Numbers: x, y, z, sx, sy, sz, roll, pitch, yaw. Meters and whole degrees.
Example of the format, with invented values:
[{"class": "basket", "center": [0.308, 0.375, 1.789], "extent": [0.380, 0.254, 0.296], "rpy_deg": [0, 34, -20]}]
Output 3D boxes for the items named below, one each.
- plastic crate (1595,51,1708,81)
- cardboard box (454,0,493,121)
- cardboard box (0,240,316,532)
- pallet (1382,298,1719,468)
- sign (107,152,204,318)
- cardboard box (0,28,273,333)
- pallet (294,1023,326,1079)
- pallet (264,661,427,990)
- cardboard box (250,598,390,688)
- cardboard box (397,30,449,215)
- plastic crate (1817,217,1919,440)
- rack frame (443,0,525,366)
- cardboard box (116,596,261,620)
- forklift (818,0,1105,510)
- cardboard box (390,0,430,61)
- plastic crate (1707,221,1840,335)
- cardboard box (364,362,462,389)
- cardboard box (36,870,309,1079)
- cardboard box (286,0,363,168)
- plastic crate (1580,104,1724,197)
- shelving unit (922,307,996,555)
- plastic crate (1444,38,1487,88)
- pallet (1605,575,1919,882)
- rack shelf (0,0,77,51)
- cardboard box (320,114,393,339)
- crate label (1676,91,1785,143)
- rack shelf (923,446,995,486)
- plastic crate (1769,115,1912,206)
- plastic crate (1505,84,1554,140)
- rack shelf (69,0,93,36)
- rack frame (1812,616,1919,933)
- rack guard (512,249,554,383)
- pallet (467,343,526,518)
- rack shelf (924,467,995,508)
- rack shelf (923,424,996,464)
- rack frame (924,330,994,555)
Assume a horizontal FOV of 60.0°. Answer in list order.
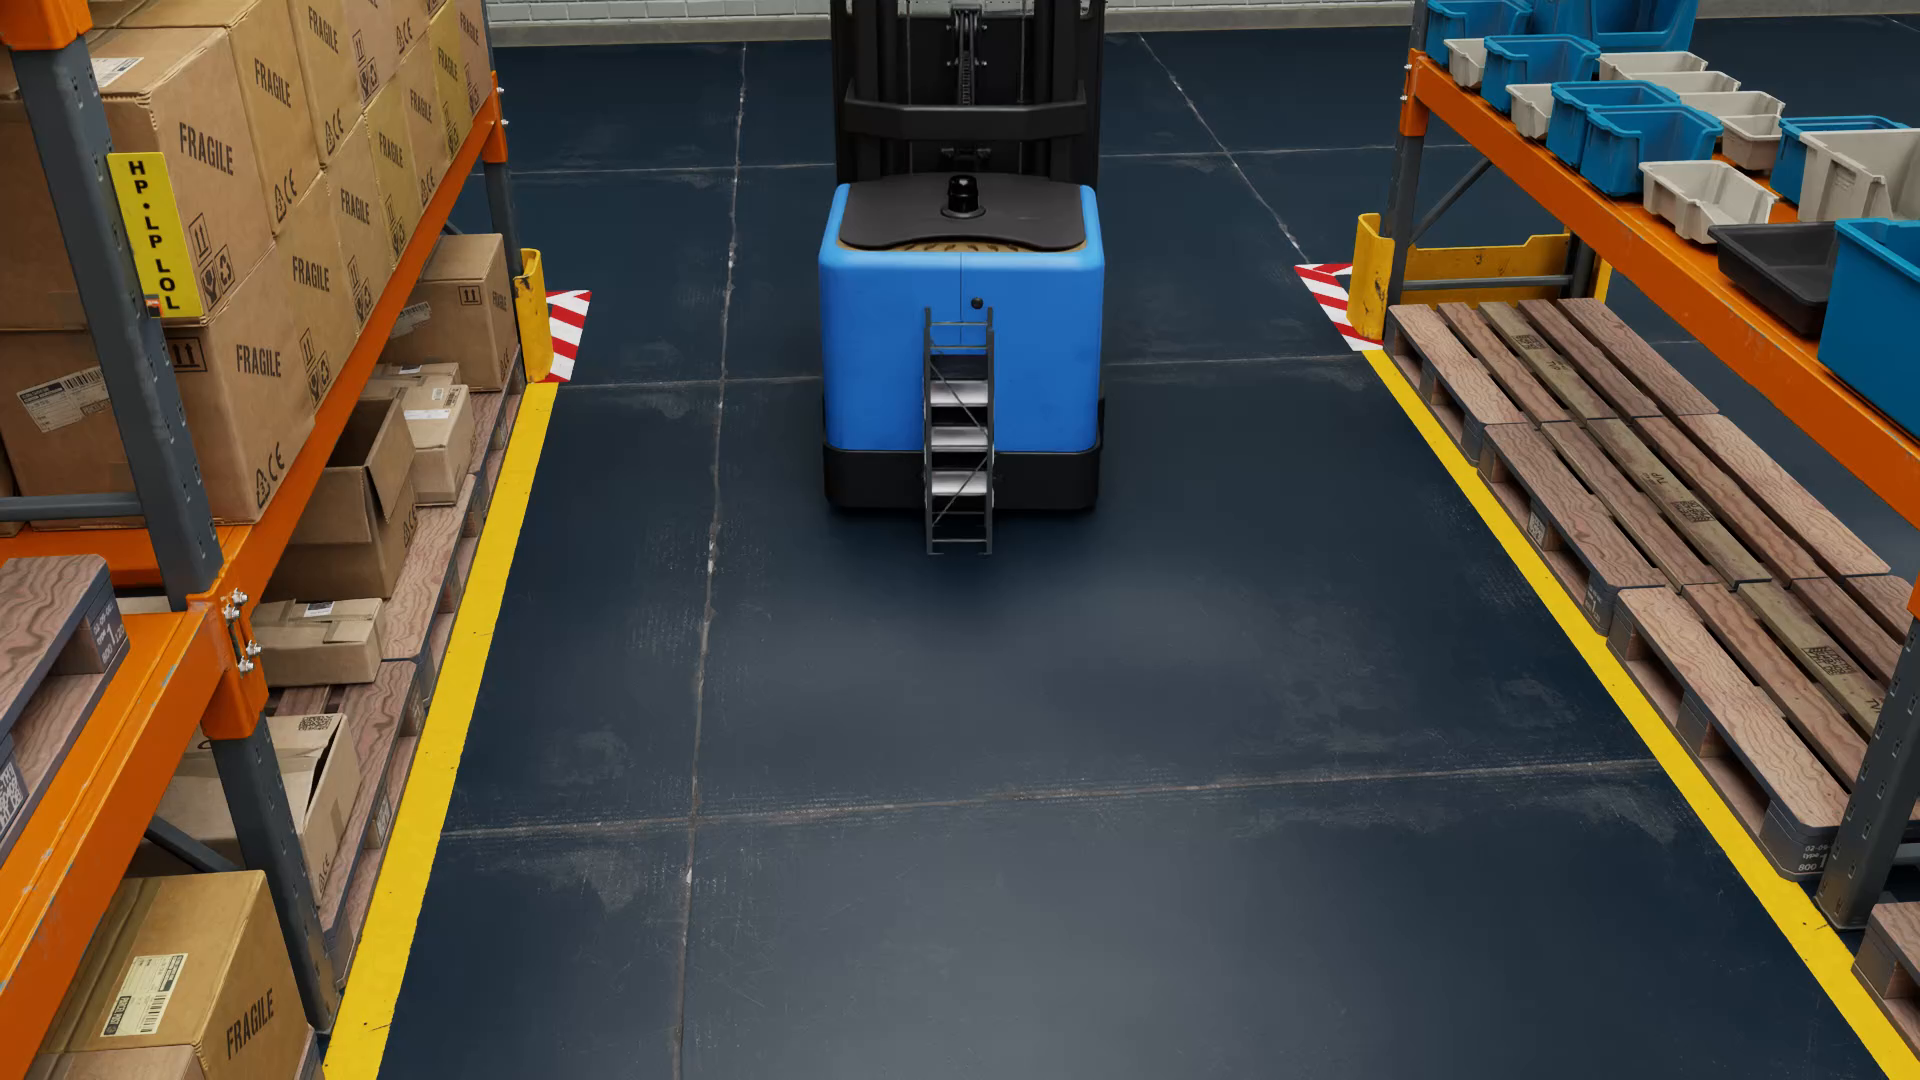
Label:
[{"class": "plastic crate", "center": [2.736, -1.833, 6.591], "extent": [0.396, 0.136, 0.243], "rpy_deg": [-3, 31, -5]}, {"class": "cardboard box", "center": [-2.140, -1.920, 6.441], "extent": [0.500, 0.500, 0.500], "rpy_deg": [-2, 31, -3]}, {"class": "cardboard box", "center": [-1.855, -0.366, 3.840], "extent": [0.500, 0.500, 0.500], "rpy_deg": [-2, 31, -3]}, {"class": "pallet", "center": [2.518, -0.708, 7.229], "extent": [1.003, 0.211, 1.213], "rpy_deg": [-3, 31, -5]}, {"class": "sign", "center": [-1.527, -0.576, 3.159], "extent": [0.100, 0.325, 0.005], "rpy_deg": [-3, 31, -5]}, {"class": "cardboard box", "center": [-1.843, -0.776, 3.552], "extent": [0.500, 0.500, 0.500], "rpy_deg": [-2, 31, -3]}, {"class": "pallet", "center": [-1.965, 1.561, 3.431], "extent": [1.003, 0.211, 1.213], "rpy_deg": [-3, 31, -5]}, {"class": "pallet", "center": [-2.142, 0.797, 4.711], "extent": [1.003, 0.211, 1.213], "rpy_deg": [-3, 31, -5]}, {"class": "cardboard box", "center": [-1.994, 0.312, 5.137], "extent": [0.380, 0.166, 0.250], "rpy_deg": [-3, 31, -5]}, {"class": "cardboard box", "center": [-2.047, -1.400, 5.571], "extent": [0.500, 0.500, 0.500], "rpy_deg": [-3, 31, -4]}, {"class": "plastic crate", "center": [2.470, -0.526, 4.163], "extent": [0.392, 0.384, 0.575], "rpy_deg": [-3, 31, -5]}, {"class": "rack frame", "center": [-2.453, -2.092, 6.828], "extent": [1.000, 3.000, 0.127], "rpy_deg": [-3, 31, -5]}, {"class": "cardboard box", "center": [-2.485, 0.255, 5.091], "extent": [0.500, 0.311, 0.500], "rpy_deg": [-3, 31, -5]}, {"class": "forklift", "center": [0.035, -2.092, 6.893], "extent": [1.130, 2.935, 3.031], "rpy_deg": [1, 31, 1]}, {"class": "cardboard box", "center": [-2.036, -1.828, 5.313], "extent": [0.500, 0.500, 0.500], "rpy_deg": [-2, 31, -3]}, {"class": "plastic crate", "center": [2.481, -0.752, 4.793], "extent": [0.437, 0.125, 0.590], "rpy_deg": [-3, 31, -5]}, {"class": "cardboard box", "center": [-2.208, -0.588, 6.643], "extent": [0.380, 0.166, 0.250], "rpy_deg": [-3, 31, -5]}, {"class": "cardboard box", "center": [-1.748, 1.072, 3.538], "extent": [0.500, 0.500, 0.500], "rpy_deg": [-3, 31, -5]}, {"class": "cardboard box", "center": [-1.939, -1.302, 4.432], "extent": [0.500, 0.500, 0.500], "rpy_deg": [-4, 31, -6]}, {"class": "plastic crate", "center": [2.326, -1.314, 5.630], "extent": [0.416, 0.233, 0.300], "rpy_deg": [-3, 31, -5]}, {"class": "shelving unit", "center": [-0.003, -0.384, 6.016], "extent": [0.258, 0.900, 0.210], "rpy_deg": [0, 31, 0]}, {"class": "plastic crate", "center": [2.122, -1.931, 6.756], "extent": [0.250, 0.136, 0.298], "rpy_deg": [-3, 31, -5]}, {"class": "pallet", "center": [2.746, 0.538, 5.143], "extent": [1.003, 0.211, 1.213], "rpy_deg": [-3, 31, -5]}, {"class": "rack shelf", "center": [-1.892, -0.008, 1.114], "extent": [1.077, 0.370, 4.000], "rpy_deg": [-3, 31, -5]}, {"class": "cardboard box", "center": [-1.951, -0.883, 4.706], "extent": [0.500, 0.500, 0.500], "rpy_deg": [-3, 31, -5]}, {"class": "crate label", "center": [2.799, -1.543, 6.106], "extent": [0.396, 0.136, 0.243], "rpy_deg": [-3, 31, -5]}, {"class": "rack shelf", "center": [-0.003, -0.278, 6.079], "extent": [0.258, 0.077, 0.200], "rpy_deg": [0, 31, 0]}, {"class": "plastic crate", "center": [2.926, -1.245, 5.514], "extent": [0.416, 0.233, 0.300], "rpy_deg": [-3, 31, -5]}, {"class": "plastic crate", "center": [2.186, -1.584, 6.176], "extent": [0.250, 0.136, 0.298], "rpy_deg": [-3, 31, -5]}, {"class": "rack shelf", "center": [-2.266, -2.050, 4.533], "extent": [1.077, 0.370, 4.000], "rpy_deg": [-3, 31, -5]}, {"class": "rack frame", "center": [2.853, -0.285, 3.803], "extent": [1.000, 3.000, 0.127], "rpy_deg": [-3, 31, -5]}, {"class": "rack guard", "center": [-2.446, -0.980, 7.404], "extent": [1.175, 0.500, 0.348], "rpy_deg": [-3, 31, -5]}, {"class": "pallet", "center": [-2.370, -0.449, 6.796], "extent": [1.003, 0.211, 1.213], "rpy_deg": [-3, 31, -5]}, {"class": "rack shelf", "center": [-0.003, -0.201, 6.125], "extent": [0.258, 0.077, 0.200], "rpy_deg": [0, 31, 0]}, {"class": "rack shelf", "center": [-0.003, -0.356, 6.033], "extent": [0.258, 0.077, 0.200], "rpy_deg": [0, 31, 0]}, {"class": "rack frame", "center": [-0.002, -0.332, 5.928], "extent": [0.240, 0.900, 0.006], "rpy_deg": [0, 31, 0]}]
